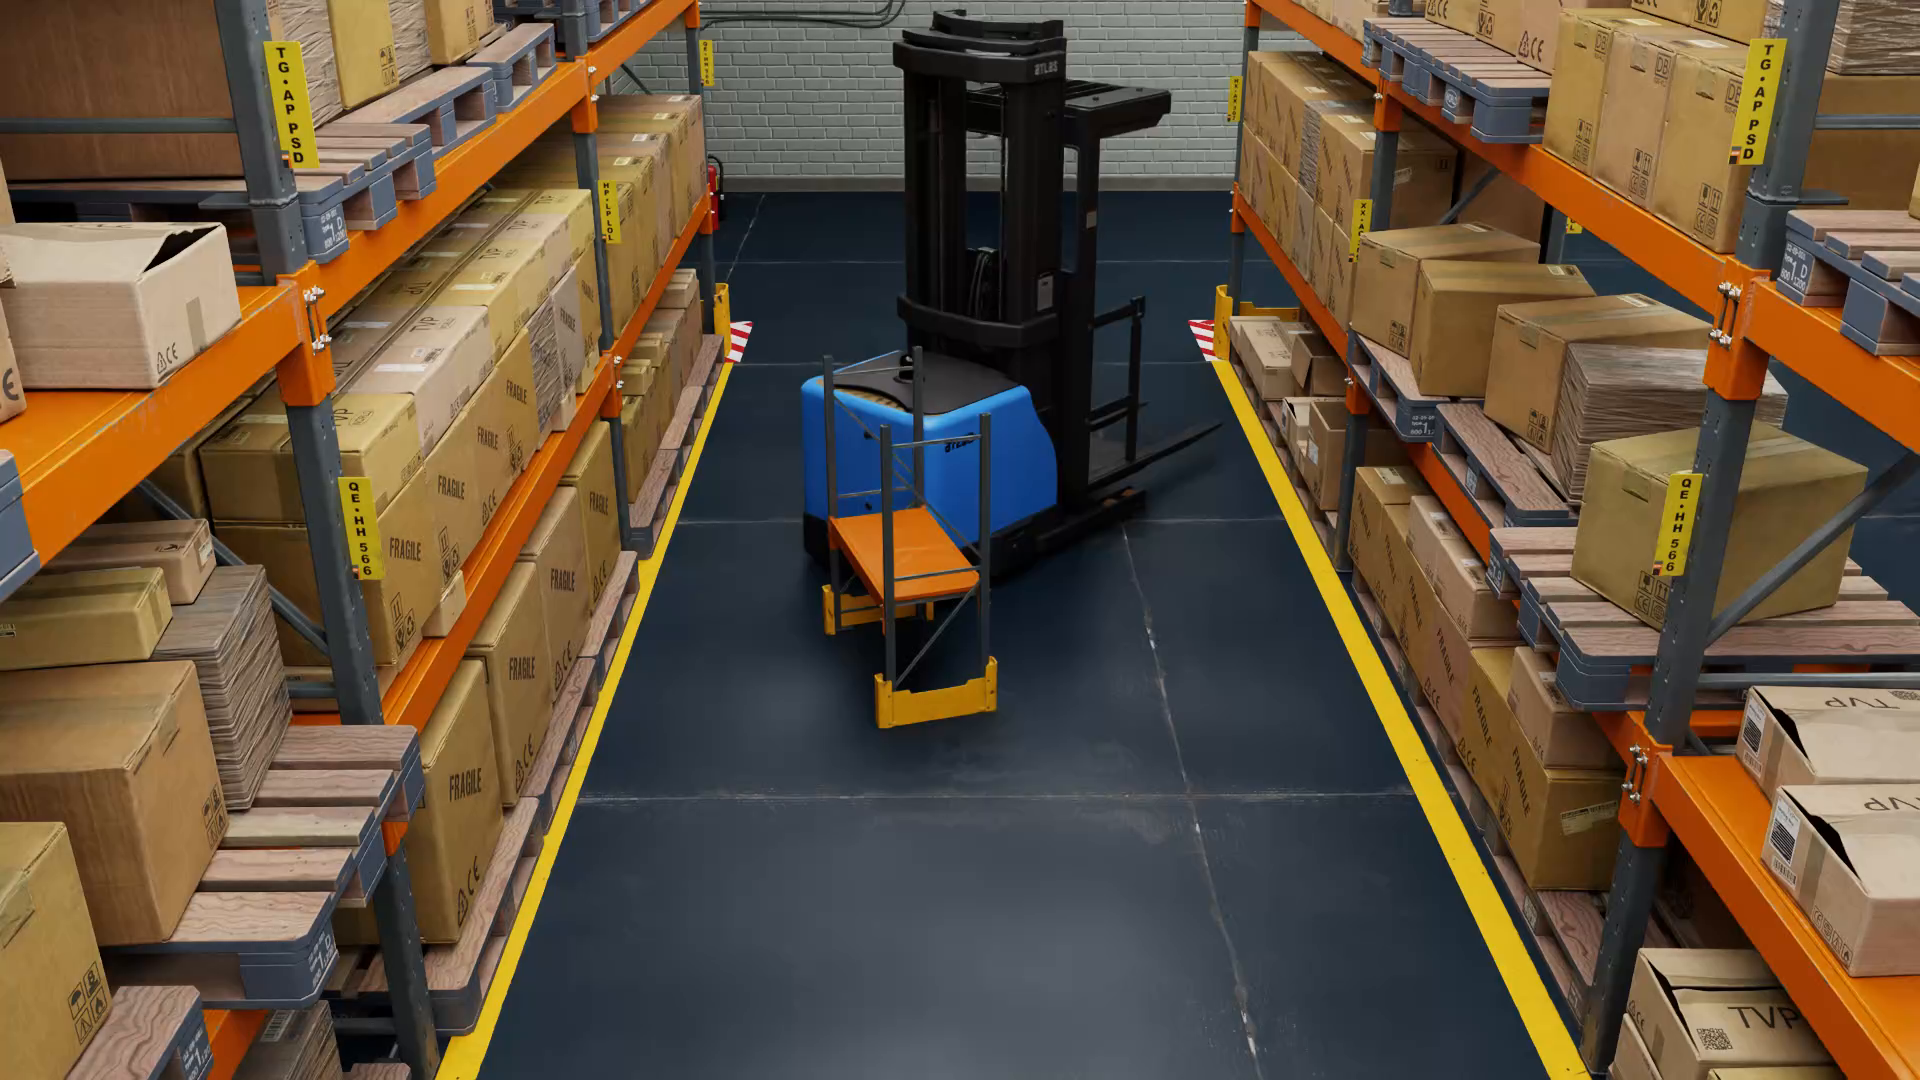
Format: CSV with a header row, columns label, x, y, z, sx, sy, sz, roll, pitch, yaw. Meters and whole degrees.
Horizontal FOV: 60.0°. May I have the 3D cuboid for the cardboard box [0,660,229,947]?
label,x,y,z,sx,sy,sz,roll,pitch,yaw
cardboard box,-2.249,0.644,4.031,0.700,0.500,0.500,-3,24,-6

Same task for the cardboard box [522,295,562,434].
label,x,y,z,sx,sy,sz,roll,pitch,yaw
cardboard box,-2.071,-0.766,7.297,0.500,0.500,0.500,0,24,0

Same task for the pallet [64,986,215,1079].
label,x,y,z,sx,sy,sz,roll,pitch,yaw
pallet,-2.234,1.369,3.315,1.003,0.211,1.213,0,24,-1

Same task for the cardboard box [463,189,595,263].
label,x,y,z,sx,sy,sz,roll,pitch,yaw
cardboard box,-2.080,-1.522,8.060,0.500,0.250,0.500,0,24,1

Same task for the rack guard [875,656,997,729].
label,x,y,z,sx,sy,sz,roll,pitch,yaw
rack guard,-0.111,0.719,7.857,0.587,0.250,0.087,-8,25,-17

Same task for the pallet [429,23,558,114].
label,x,y,z,sx,sy,sz,roll,pitch,yaw
pallet,-2.281,-2.084,7.310,0.805,0.209,1.217,-1,24,-3

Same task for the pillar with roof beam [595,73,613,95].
label,x,y,z,sx,sy,sz,roll,pitch,yaw
pillar with roof beam,1.026,-6.692,13.625,9.100,9.000,0.400,0,24,-1

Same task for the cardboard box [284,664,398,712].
label,x,y,z,sx,sy,sz,roll,pitch,yaw
cardboard box,-2.069,0.435,5.429,0.380,0.149,0.250,-1,24,-1

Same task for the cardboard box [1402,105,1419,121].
label,x,y,z,sx,sy,sz,roll,pitch,yaw
cardboard box,2.878,-2.327,9.920,0.500,0.500,0.500,-1,24,-2

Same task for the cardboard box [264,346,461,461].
label,x,y,z,sx,sy,sz,roll,pitch,yaw
cardboard box,-2.051,-0.475,5.744,0.500,0.250,0.500,-1,24,-1

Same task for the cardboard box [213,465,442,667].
label,x,y,z,sx,sy,sz,roll,pitch,yaw
cardboard box,-2.046,0.075,5.438,0.500,0.500,0.500,0,24,1

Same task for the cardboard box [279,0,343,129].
label,x,y,z,sx,sy,sz,roll,pitch,yaw
cardboard box,-2.418,-1.564,5.273,0.700,0.500,0.500,-2,24,-3

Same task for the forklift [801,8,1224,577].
label,x,y,z,sx,sy,sz,roll,pitch,yaw
forklift,0.474,-1.541,9.599,1.130,2.935,3.031,20,31,38

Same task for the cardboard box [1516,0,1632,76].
label,x,y,z,sx,sy,sz,roll,pitch,yaw
cardboard box,2.562,-2.097,6.355,0.600,0.600,0.600,-1,24,-3

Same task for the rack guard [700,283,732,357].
label,x,y,z,sx,sy,sz,roll,pitch,yaw
rack guard,-2.384,-1.701,12.905,1.175,0.500,0.348,0,24,-1

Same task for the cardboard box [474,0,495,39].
label,x,y,z,sx,sy,sz,roll,pitch,yaw
cardboard box,-2.441,-2.432,7.191,0.700,0.500,0.500,-2,24,-3

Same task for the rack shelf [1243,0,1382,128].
label,x,y,z,sx,sy,sz,roll,pitch,yaw
rack shelf,2.591,-3.069,10.128,1.077,0.370,4.000,0,24,-1

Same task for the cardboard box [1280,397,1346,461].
label,x,y,z,sx,sy,sz,roll,pitch,yaw
cardboard box,2.315,-0.724,10.439,0.500,0.311,0.500,0,24,-1

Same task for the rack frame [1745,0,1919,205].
label,x,y,z,sx,sy,sz,roll,pitch,yaw
rack frame,2.656,-2.291,3.895,1.000,3.000,0.127,0,24,-1

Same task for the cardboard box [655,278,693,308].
label,x,y,z,sx,sy,sz,roll,pitch,yaw
cardboard box,-2.089,-1.733,11.678,0.380,0.149,0.250,0,24,1

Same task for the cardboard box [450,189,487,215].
label,x,y,z,sx,sy,sz,roll,pitch,yaw
cardboard box,-2.596,-1.523,8.061,0.500,0.250,0.500,0,24,1

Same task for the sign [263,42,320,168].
label,x,y,z,sx,sy,sz,roll,pitch,yaw
sign,-1.754,-1.138,4.358,0.100,0.325,0.005,0,24,-1

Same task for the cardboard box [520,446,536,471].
label,x,y,z,sx,sy,sz,roll,pitch,yaw
cardboard box,-2.084,-0.415,7.308,0.380,0.149,0.250,-1,24,-2

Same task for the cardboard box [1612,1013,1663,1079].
label,x,y,z,sx,sy,sz,roll,pitch,yaw
cardboard box,2.369,1.721,5.132,0.500,0.250,0.500,0,24,-1

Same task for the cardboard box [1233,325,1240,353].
label,x,y,z,sx,sy,sz,roll,pitch,yaw
cardboard box,2.233,-1.486,12.301,0.380,0.166,0.250,0,24,-1

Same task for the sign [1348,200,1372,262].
label,x,y,z,sx,sy,sz,roll,pitch,yaw
sign,2.070,-1.595,8.585,0.100,0.325,0.005,0,24,-1

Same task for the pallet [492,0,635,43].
label,x,y,z,sx,sy,sz,roll,pitch,yaw
pallet,-2.339,-2.845,8.869,1.003,0.211,1.213,0,24,-1

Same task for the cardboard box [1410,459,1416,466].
label,x,y,z,sx,sy,sz,roll,pitch,yaw
cardboard box,2.825,-0.355,9.624,0.500,0.311,0.500,0,24,-1

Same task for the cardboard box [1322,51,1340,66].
label,x,y,z,sx,sy,sz,roll,pitch,yaw
cardboard box,2.849,-3.173,11.791,0.500,0.500,0.500,0,24,-1

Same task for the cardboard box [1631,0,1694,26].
label,x,y,z,sx,sy,sz,roll,pitch,yaw
cardboard box,2.647,-2.025,5.614,0.500,0.500,0.500,0,24,-1

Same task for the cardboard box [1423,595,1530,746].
label,x,y,z,sx,sy,sz,roll,pitch,yaw
cardboard box,2.394,0.567,7.355,0.500,0.500,0.500,-1,24,-3

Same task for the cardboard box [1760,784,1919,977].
label,x,y,z,sx,sy,sz,roll,pitch,yaw
cardboard box,2.473,0.853,4.333,0.500,0.311,0.500,-1,24,-1

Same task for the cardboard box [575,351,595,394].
label,x,y,z,sx,sy,sz,roll,pitch,yaw
cardboard box,-2.027,-0.835,8.236,0.380,0.149,0.250,0,24,0

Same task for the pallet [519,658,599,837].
label,x,y,z,sx,sy,sz,roll,pitch,yaw
pallet,-2.241,0.910,7.481,1.003,0.211,1.213,0,24,-1

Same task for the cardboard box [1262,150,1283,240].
label,x,y,z,sx,sy,sz,roll,pitch,yaw
cardboard box,2.324,-2.296,11.065,0.500,0.500,0.500,0,24,-1

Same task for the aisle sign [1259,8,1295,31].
label,x,y,z,sx,sy,sz,roll,pitch,yaw
aisle sign,2.275,-4.065,11.944,0.394,0.787,0.004,0,24,-1

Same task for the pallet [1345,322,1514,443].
label,x,y,z,sx,sy,sz,roll,pitch,yaw
pallet,2.512,-0.788,8.086,1.003,0.211,1.213,0,24,-1

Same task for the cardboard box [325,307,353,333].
label,x,y,z,sx,sy,sz,roll,pitch,yaw
cardboard box,-2.566,-0.676,6.188,0.500,0.250,0.500,-1,24,-2

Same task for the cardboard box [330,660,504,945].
label,x,y,z,sx,sy,sz,roll,pitch,yaw
cardboard box,-2.174,0.951,6.107,0.750,0.750,0.750,-1,24,-1

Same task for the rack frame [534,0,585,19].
label,x,y,z,sx,sy,sz,roll,pitch,yaw
rack frame,-2.341,-3.915,7.487,1.000,3.000,0.127,0,24,-1

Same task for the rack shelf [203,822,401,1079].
label,x,y,z,sx,sy,sz,roll,pitch,yaw
rack shelf,-2.275,1.618,3.405,1.077,0.370,4.000,0,24,-1

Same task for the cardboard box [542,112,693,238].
label,x,y,z,sx,sy,sz,roll,pitch,yaw
cardboard box,-2.350,-2.457,11.179,0.980,0.700,0.700,0,24,-1

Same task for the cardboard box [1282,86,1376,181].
label,x,y,z,sx,sy,sz,roll,pitch,yaw
cardboard box,2.331,-2.540,10.392,0.500,0.500,0.500,0,24,-1

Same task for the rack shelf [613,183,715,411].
label,x,y,z,sx,sy,sz,roll,pitch,yaw
rack shelf,-2.362,-1.678,10.694,1.077,0.370,4.000,0,24,-1

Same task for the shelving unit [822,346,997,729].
label,x,y,z,sx,sy,sz,roll,pitch,yaw
shelving unit,-0.269,-0.045,8.030,0.587,1.500,1.083,-8,25,-17

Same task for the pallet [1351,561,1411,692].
label,x,y,z,sx,sy,sz,roll,pitch,yaw
pallet,2.660,0.400,8.610,1.003,0.211,1.213,0,24,-1

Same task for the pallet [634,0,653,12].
label,x,y,z,sx,sy,sz,roll,pitch,yaw
pallet,-2.349,-3.347,9.978,1.003,0.211,1.213,0,24,-1

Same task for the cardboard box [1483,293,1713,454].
label,x,y,z,sx,sy,sz,roll,pitch,yaw
cardboard box,2.694,-0.715,7.060,0.700,0.500,0.500,-6,25,-14

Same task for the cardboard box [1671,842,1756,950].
label,x,y,z,sx,sy,sz,roll,pitch,yaw
cardboard box,2.937,1.192,5.974,0.500,0.500,0.500,1,24,2

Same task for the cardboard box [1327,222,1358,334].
label,x,y,z,sx,sy,sz,roll,pitch,yaw
cardboard box,2.351,-1.456,9.208,0.500,0.500,0.500,0,24,0

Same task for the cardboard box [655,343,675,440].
label,x,y,z,sx,sy,sz,roll,pitch,yaw
cardboard box,-2.252,-0.961,10.760,0.700,0.500,0.500,0,24,1

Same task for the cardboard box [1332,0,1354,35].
label,x,y,z,sx,sy,sz,roll,pitch,yaw
cardboard box,2.347,-2.909,9.085,0.500,0.250,0.500,0,24,-1

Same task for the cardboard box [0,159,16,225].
label,x,y,z,sx,sy,sz,roll,pitch,yaw
cardboard box,-2.519,-0.657,3.778,0.500,0.500,0.500,0,24,-1
